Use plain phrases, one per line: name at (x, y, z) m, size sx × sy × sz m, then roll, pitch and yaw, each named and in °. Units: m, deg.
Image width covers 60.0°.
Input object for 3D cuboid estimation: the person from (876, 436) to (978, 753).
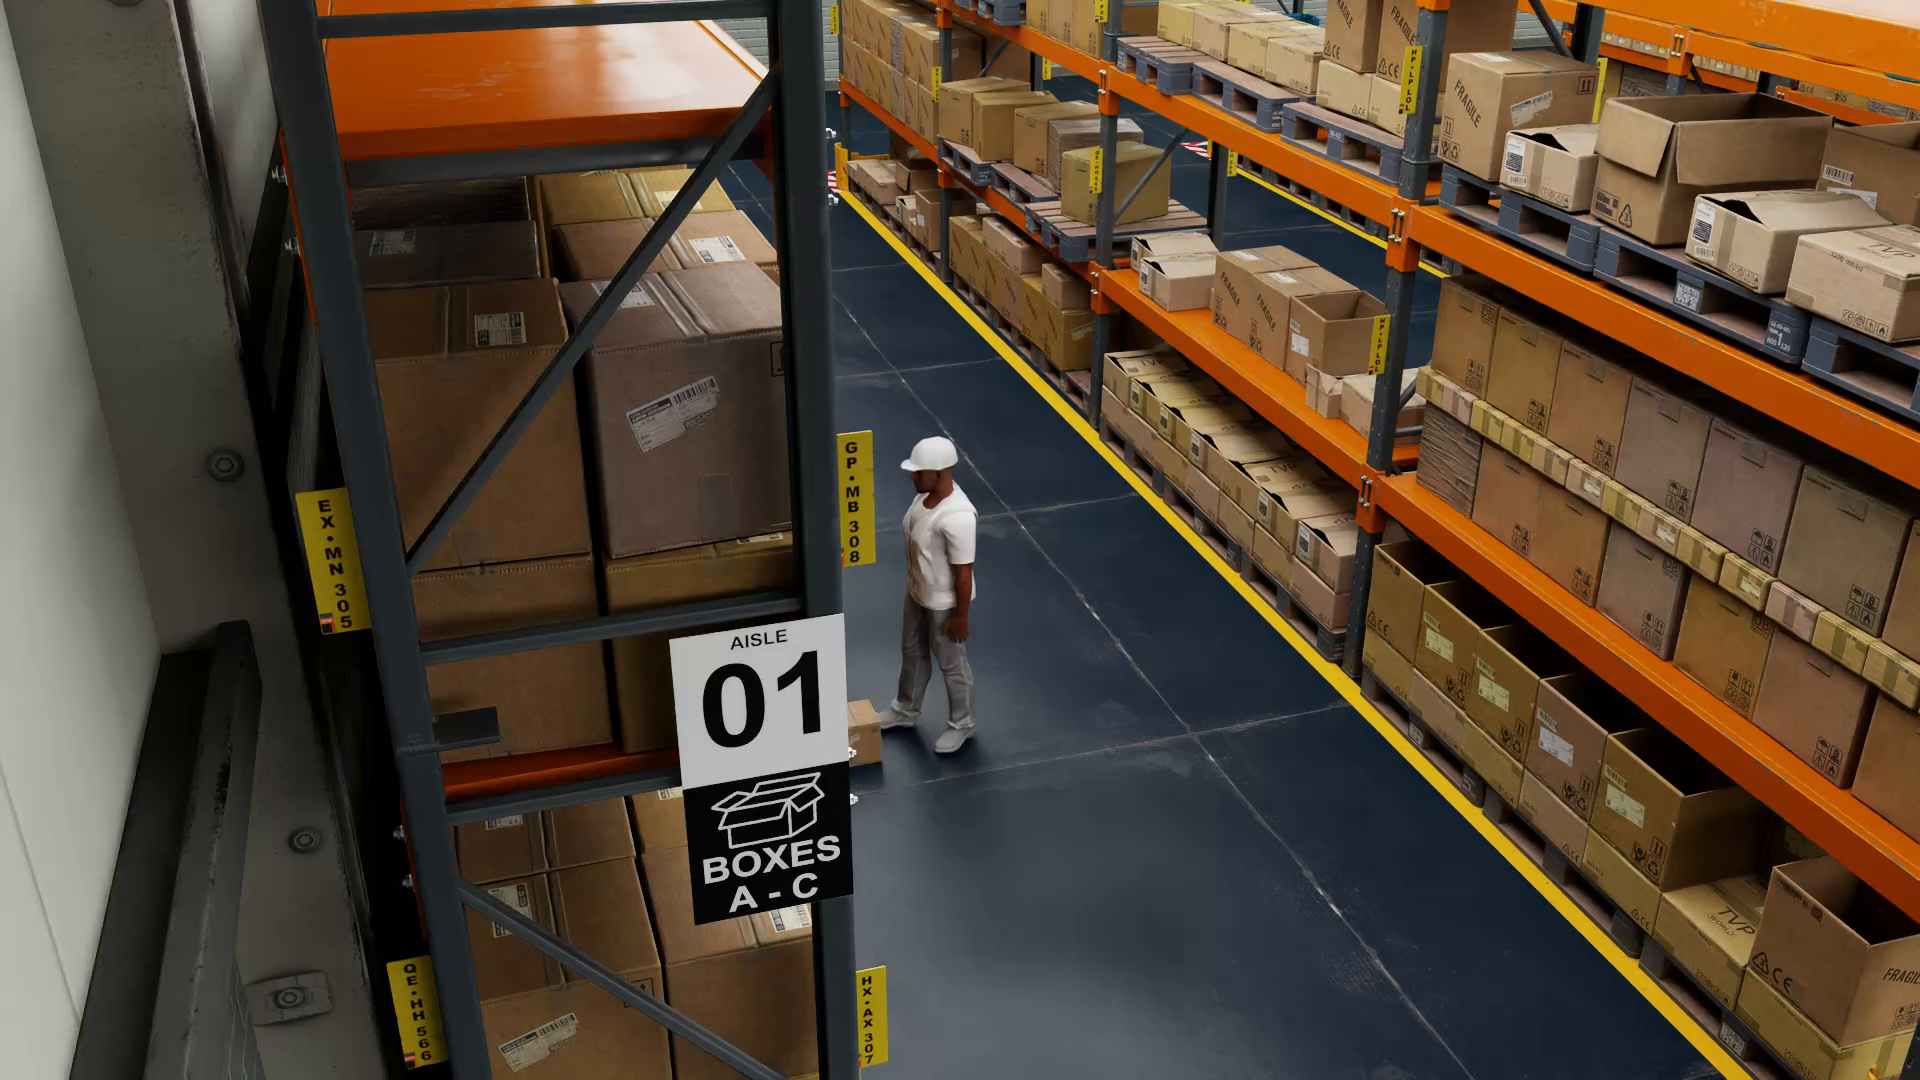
person at (-0.199, 0.289, 8.716) m, size 0.570 × 1.764 × 0.630 m, roll -11°, pitch 28°, yaw -21°
